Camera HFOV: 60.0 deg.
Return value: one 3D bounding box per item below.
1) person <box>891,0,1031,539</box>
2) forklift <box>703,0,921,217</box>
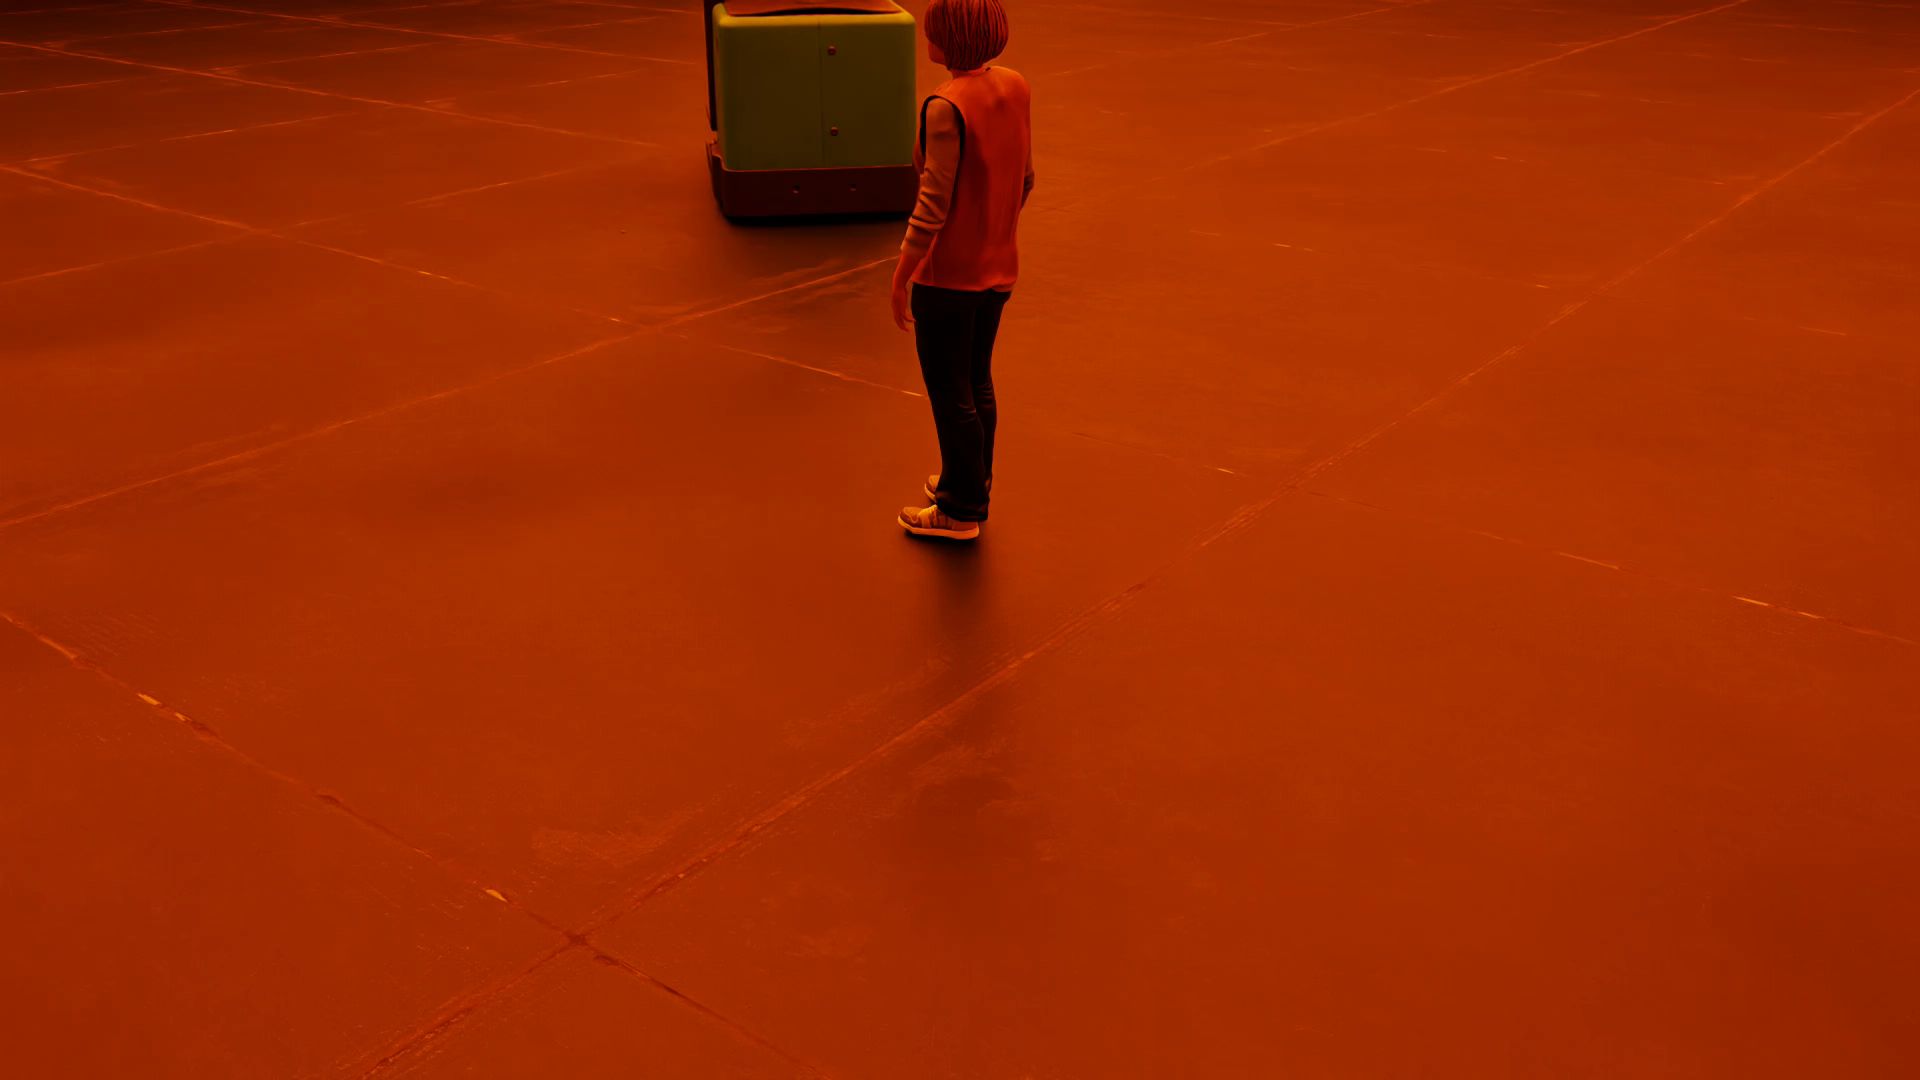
[{"bbox_3d":[-0.047,-0.763,4.747,0.476,1.597,0.512,17,29,34],"label":"person"},{"bbox_3d":[-0.976,-3.604,9.642,1.130,2.935,3.031,-4,24,-9],"label":"forklift"}]
